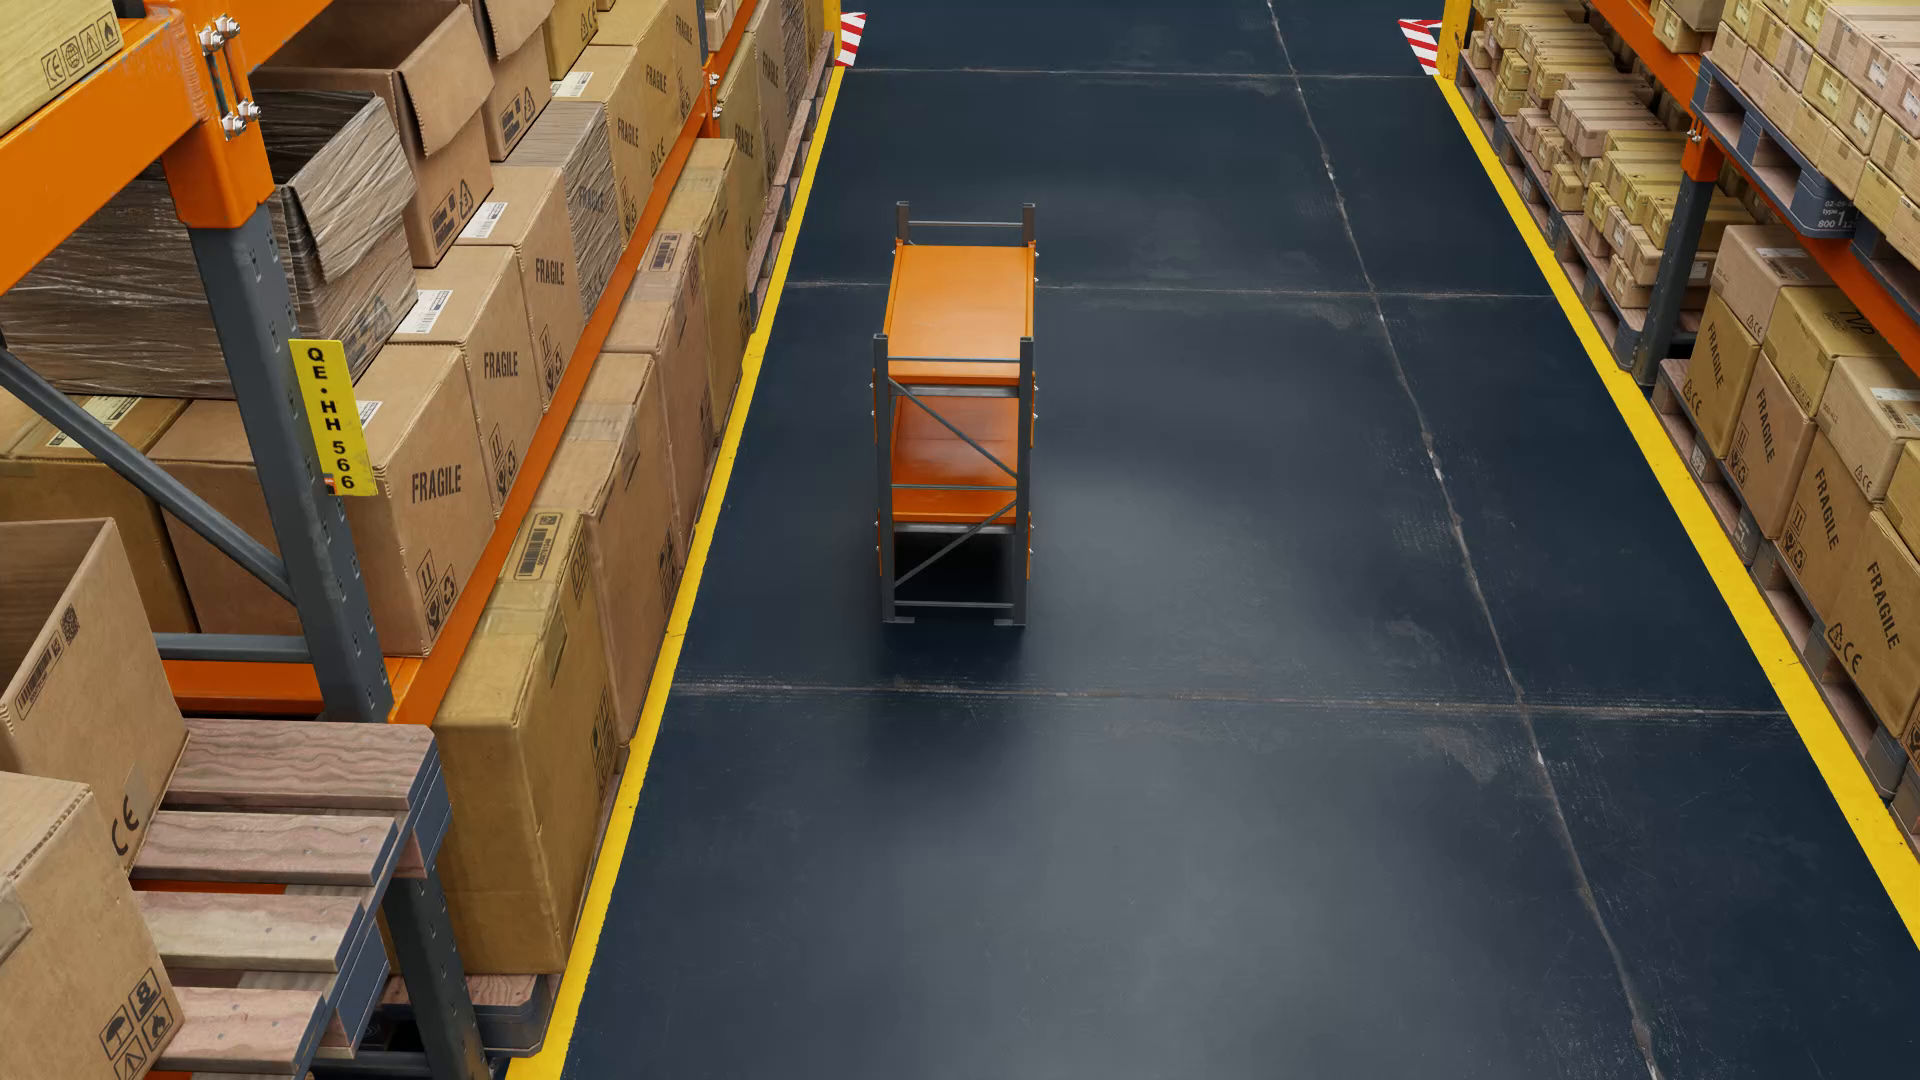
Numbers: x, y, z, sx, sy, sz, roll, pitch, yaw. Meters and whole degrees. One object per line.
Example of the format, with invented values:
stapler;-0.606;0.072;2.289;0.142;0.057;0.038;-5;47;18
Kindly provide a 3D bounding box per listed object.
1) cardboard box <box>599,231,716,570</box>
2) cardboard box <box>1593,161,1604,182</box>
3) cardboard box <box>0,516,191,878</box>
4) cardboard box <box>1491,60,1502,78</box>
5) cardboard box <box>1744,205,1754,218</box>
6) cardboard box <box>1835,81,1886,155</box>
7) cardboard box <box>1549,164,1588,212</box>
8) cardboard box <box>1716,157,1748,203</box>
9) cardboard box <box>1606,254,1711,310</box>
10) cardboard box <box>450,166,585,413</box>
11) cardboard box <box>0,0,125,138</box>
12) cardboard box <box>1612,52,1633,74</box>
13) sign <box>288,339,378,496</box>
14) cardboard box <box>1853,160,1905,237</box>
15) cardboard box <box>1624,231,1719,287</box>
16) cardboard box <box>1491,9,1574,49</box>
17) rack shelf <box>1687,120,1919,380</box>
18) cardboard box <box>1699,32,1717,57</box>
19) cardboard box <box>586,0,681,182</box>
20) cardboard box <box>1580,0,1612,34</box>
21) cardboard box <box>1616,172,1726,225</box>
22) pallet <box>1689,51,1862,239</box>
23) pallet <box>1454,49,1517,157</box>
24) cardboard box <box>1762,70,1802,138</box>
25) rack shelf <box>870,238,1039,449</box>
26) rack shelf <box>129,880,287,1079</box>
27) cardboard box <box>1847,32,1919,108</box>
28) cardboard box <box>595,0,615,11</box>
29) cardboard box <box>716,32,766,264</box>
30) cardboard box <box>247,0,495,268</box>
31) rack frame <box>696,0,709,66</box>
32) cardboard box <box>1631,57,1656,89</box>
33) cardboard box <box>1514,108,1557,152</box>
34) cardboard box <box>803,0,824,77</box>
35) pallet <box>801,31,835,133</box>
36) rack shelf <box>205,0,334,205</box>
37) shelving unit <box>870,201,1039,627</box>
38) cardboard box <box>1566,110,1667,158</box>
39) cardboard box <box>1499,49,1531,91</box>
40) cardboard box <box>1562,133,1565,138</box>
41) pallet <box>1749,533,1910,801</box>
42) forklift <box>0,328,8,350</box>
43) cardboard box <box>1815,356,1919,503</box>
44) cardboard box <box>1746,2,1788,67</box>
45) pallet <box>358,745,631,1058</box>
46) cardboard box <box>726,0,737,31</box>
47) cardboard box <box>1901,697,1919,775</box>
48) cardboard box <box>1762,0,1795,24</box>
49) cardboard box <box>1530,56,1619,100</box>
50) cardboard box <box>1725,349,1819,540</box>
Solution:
cardboard box;-1.559;-0.502;5.839;1.225;0.875;0.875;0;35;0
cardboard box;3.228;-1.676;7.882;0.380;0.149;0.250;2;35;2
cardboard box;-1.661;0.315;2.741;0.500;0.500;0.500;-3;35;-4
cardboard box;3.325;-2.766;9.692;0.380;0.149;0.250;1;35;2
cardboard box;3.688;-1.384;7.466;0.380;0.149;0.250;2;35;2
cardboard box;2.921;-1.282;5.060;0.380;0.149;0.250;3;35;4
cardboard box;3.150;-1.742;8.234;0.380;0.149;0.250;1;35;2
cardboard box;3.686;-1.654;7.591;0.380;0.149;0.250;1;35;1
cardboard box;3.109;-1.147;7.388;0.380;0.149;0.250;2;35;2
cardboard box;-1.352;-0.688;4.533;0.500;0.500;0.500;1;35;1
cardboard box;-1.453;-0.670;2.117;0.500;0.250;0.500;1;35;2
cardboard box;3.726;-2.573;9.159;0.380;0.149;0.250;1;35;1
sign;-1.136;-0.217;3.012;0.100;0.325;0.005;1;35;2
cardboard box;2.911;-1.012;4.934;0.380;0.149;0.250;1;35;1
cardboard box;3.129;-1.224;7.239;0.380;0.149;0.250;2;35;3
cardboard box;3.205;-2.860;9.307;0.380;0.149;0.250;1;35;2
rack shelf;3.353;-0.465;4.929;1.077;0.370;4.000;1;35;2
cardboard box;3.211;-1.975;6.671;0.380;0.149;0.250;1;35;1
cardboard box;-1.291;-1.563;5.778;0.500;0.500;0.500;2;35;3
cardboard box;3.759;-3.003;9.510;0.380;0.149;0.250;2;35;3
cardboard box;3.158;-1.516;7.395;0.380;0.149;0.250;2;35;2
pallet;3.258;-1.394;5.792;1.003;0.211;1.213;1;35;2
pallet;3.523;-2.556;9.704;1.003;0.211;1.213;1;35;2
cardboard box;2.939;-1.459;5.571;0.380;0.149;0.250;2;35;2
rack shelf;0.000;-0.704;5.764;0.538;0.278;1.000;1;35;2
rack shelf;-1.759;1.660;1.905;1.077;0.370;4.000;1;35;2
cardboard box;2.918;-1.407;4.980;0.380;0.149;0.250;1;35;1
cardboard box;-1.536;-2.165;5.763;0.797;0.503;0.637;0;35;1
cardboard box;-1.412;-1.761;7.630;0.875;0.875;0.875;1;35;2
cardboard box;-1.604;-1.029;4.145;0.797;0.503;0.637;2;35;3
rack frame;-1.518;-2.081;6.603;1.000;3.000;0.127;1;35;2
cardboard box;3.725;-2.399;8.652;0.380;0.149;0.250;0;35;0
cardboard box;3.190;-2.189;8.871;0.380;0.149;0.250;0;35;0
cardboard box;-1.303;-3.312;9.837;0.875;0.875;0.875;1;35;2
pallet;-1.312;-2.777;10.018;1.003;0.211;1.213;1;35;2
rack shelf;-1.599;-1.865;4.312;1.077;0.370;4.000;1;35;2
shelving unit;0.000;-0.464;5.932;0.538;1.125;1.048;1;35;2
cardboard box;3.168;-1.964;8.032;0.380;0.149;0.250;0;35;0
cardboard box;3.209;-2.595;9.190;0.380;0.149;0.250;2;35;3
cardboard box;3.303;-2.129;8.526;0.380;0.149;0.250;3;35;4
pallet;3.358;0.382;5.522;1.003;0.211;1.213;1;35;2
forklift;-3.481;-1.516;5.858;1.130;2.935;3.031;3;35;4
cardboard box;3.096;-0.347;5.292;0.500;0.250;0.500;3;35;4
cardboard box;2.950;-1.735;5.704;0.380;0.149;0.250;1;35;1
pallet;-1.572;0.906;4.777;1.003;0.211;1.213;1;35;2
cardboard box;-1.164;-2.292;7.121;0.380;0.149;0.250;0;35;0
cardboard box;3.063;0.558;4.656;0.500;0.500;0.500;3;35;4
cardboard box;2.953;-1.845;5.602;0.380;0.149;0.250;2;35;3
cardboard box;3.201;-2.406;8.661;0.380;0.149;0.250;2;35;3
cardboard box;3.119;-0.335;5.927;0.500;0.500;0.500;3;35;4
